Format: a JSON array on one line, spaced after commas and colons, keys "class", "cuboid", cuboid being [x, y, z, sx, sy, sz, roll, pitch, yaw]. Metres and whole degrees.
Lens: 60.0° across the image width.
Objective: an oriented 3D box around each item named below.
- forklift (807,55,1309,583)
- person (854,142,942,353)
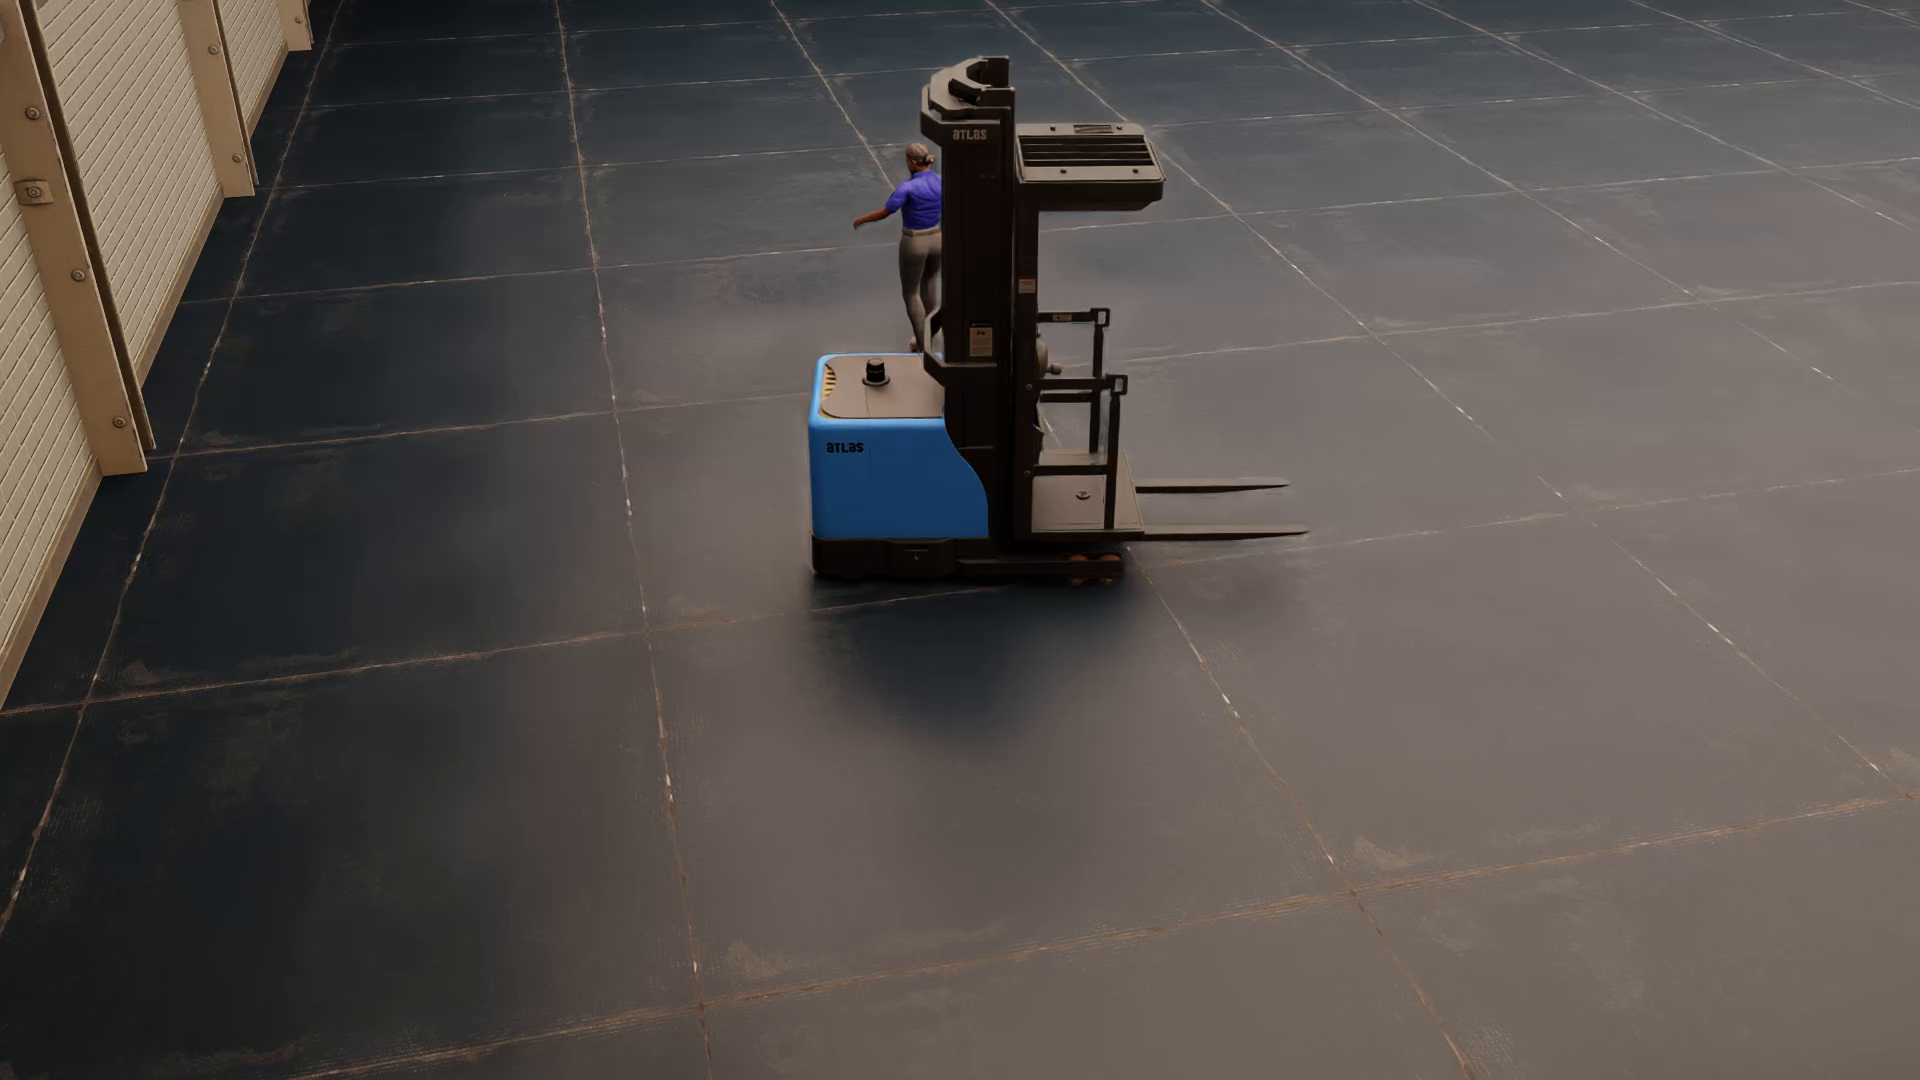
[{"class": "forklift", "cuboid": [0.610, -1.277, 9.781, 3.031, 2.935, 1.130, -1, 30, -1]}, {"class": "person", "cuboid": [-0.310, -2.273, 12.852, 0.915, 1.676, 0.614, -15, 33, -24]}]
